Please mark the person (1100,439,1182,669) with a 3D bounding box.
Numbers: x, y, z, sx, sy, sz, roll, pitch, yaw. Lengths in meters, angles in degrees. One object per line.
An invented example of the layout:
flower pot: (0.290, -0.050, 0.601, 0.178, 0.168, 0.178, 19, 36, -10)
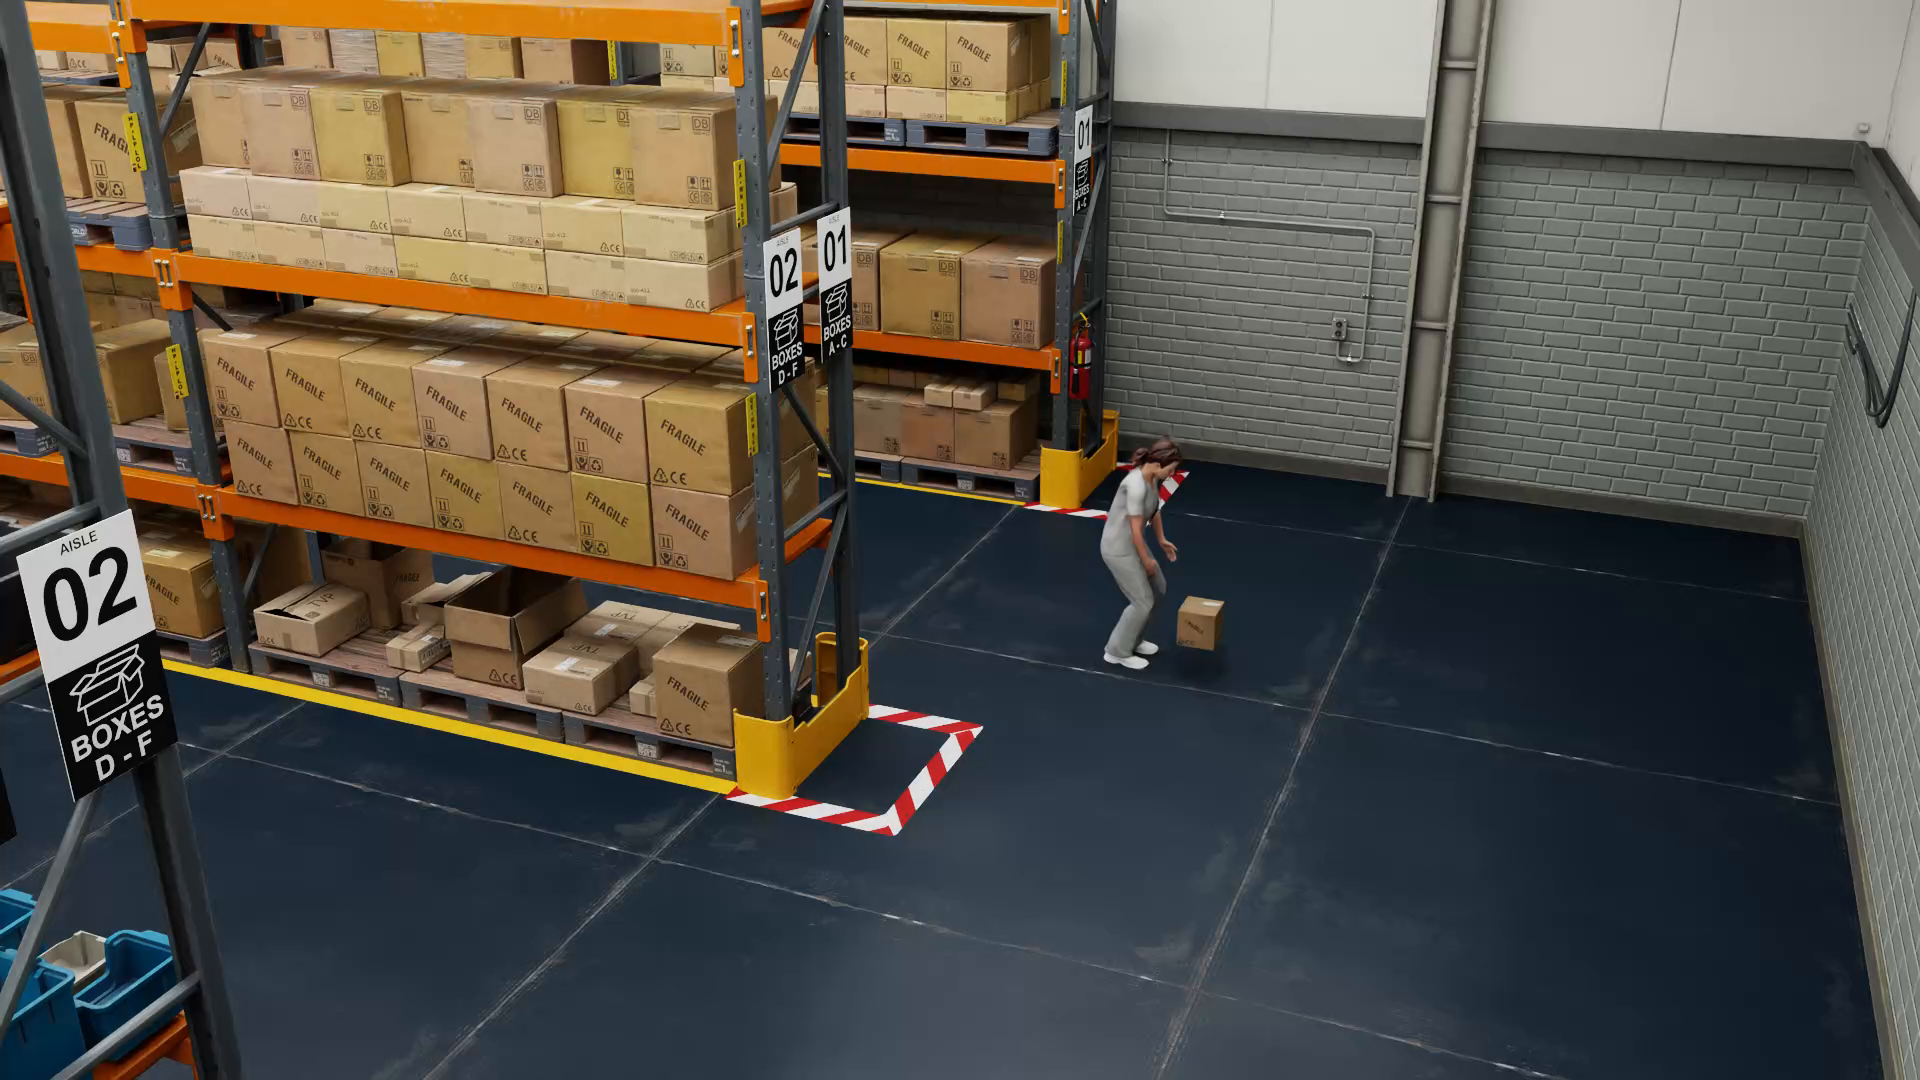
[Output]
person: (1.183, 0.062, 10.931, 0.489, 1.556, 0.478, 9, 24, 21)
